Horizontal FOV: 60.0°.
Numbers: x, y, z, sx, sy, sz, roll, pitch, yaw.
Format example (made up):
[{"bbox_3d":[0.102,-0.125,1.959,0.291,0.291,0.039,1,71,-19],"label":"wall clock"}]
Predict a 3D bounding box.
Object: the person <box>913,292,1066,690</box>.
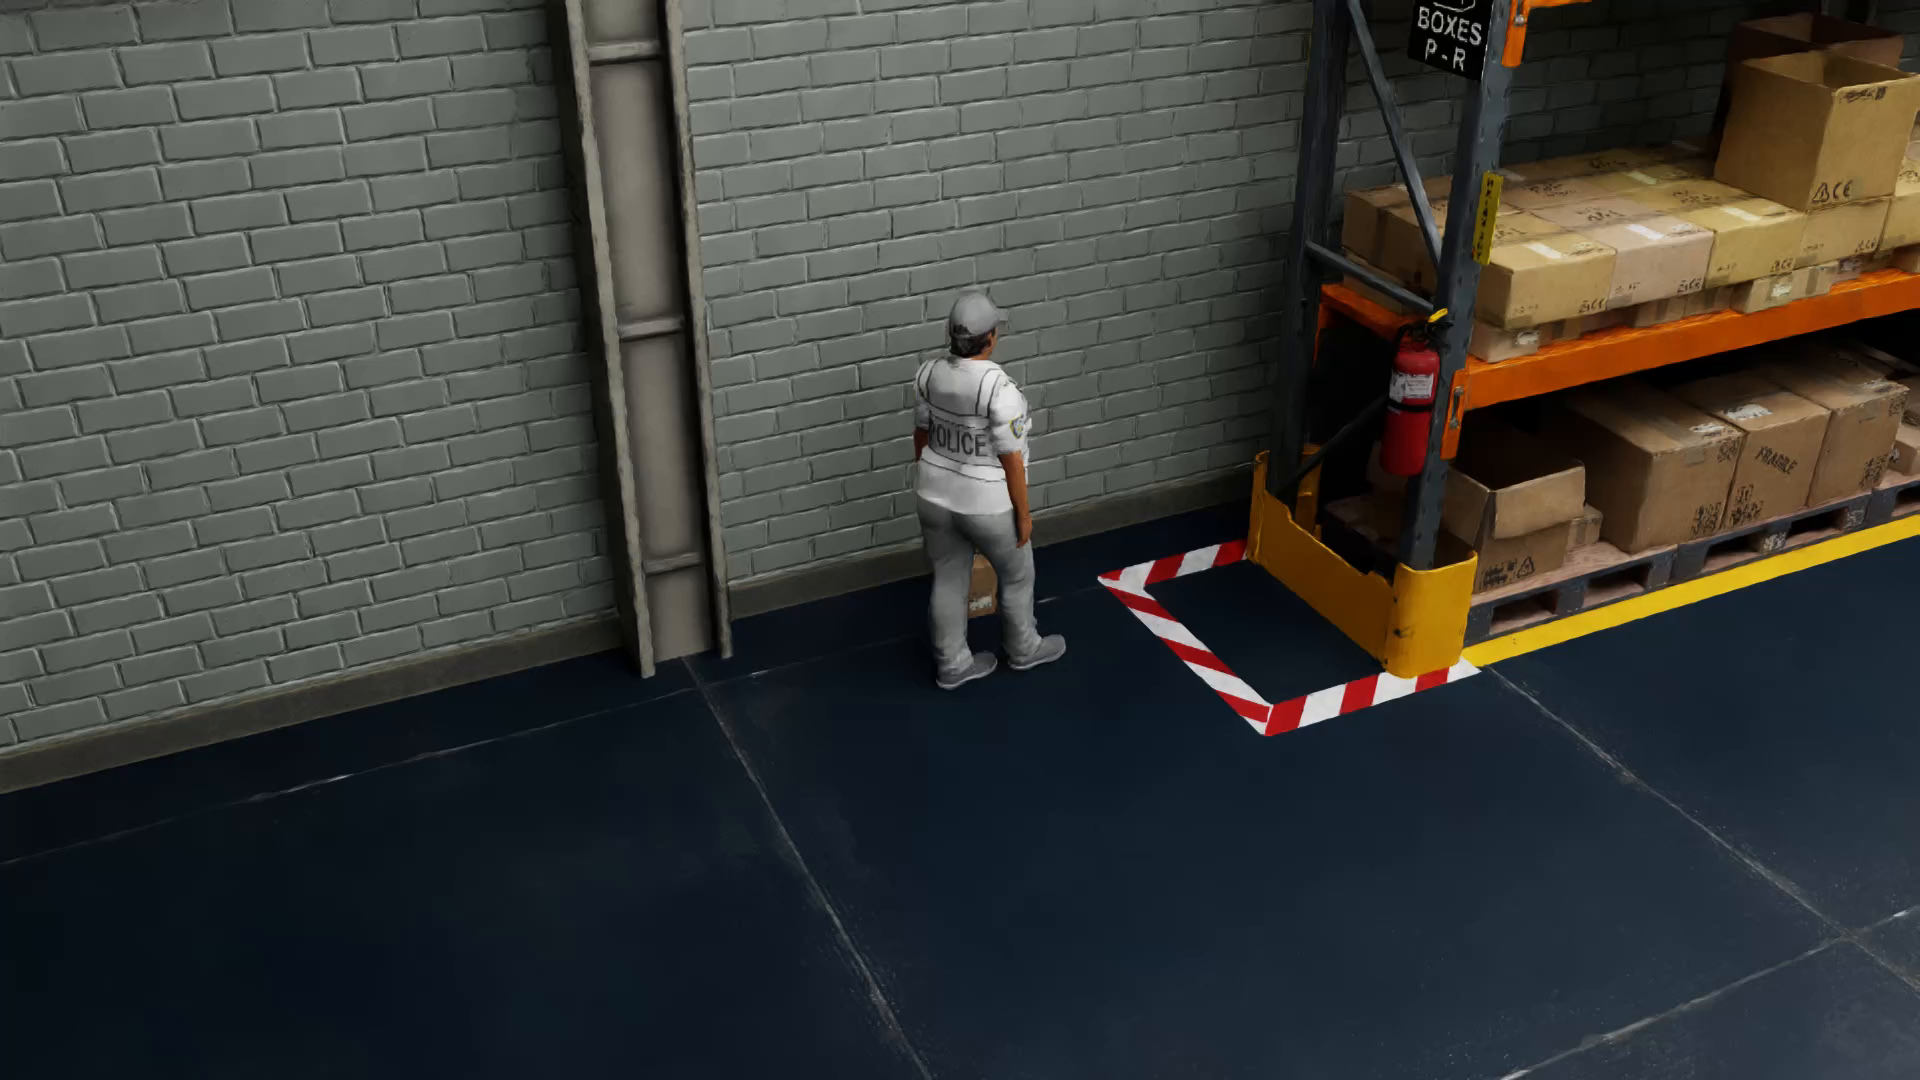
[{"bbox_3d":[0.114,-0.203,6.464,0.493,1.656,0.600,17,34,27],"label":"person"}]
